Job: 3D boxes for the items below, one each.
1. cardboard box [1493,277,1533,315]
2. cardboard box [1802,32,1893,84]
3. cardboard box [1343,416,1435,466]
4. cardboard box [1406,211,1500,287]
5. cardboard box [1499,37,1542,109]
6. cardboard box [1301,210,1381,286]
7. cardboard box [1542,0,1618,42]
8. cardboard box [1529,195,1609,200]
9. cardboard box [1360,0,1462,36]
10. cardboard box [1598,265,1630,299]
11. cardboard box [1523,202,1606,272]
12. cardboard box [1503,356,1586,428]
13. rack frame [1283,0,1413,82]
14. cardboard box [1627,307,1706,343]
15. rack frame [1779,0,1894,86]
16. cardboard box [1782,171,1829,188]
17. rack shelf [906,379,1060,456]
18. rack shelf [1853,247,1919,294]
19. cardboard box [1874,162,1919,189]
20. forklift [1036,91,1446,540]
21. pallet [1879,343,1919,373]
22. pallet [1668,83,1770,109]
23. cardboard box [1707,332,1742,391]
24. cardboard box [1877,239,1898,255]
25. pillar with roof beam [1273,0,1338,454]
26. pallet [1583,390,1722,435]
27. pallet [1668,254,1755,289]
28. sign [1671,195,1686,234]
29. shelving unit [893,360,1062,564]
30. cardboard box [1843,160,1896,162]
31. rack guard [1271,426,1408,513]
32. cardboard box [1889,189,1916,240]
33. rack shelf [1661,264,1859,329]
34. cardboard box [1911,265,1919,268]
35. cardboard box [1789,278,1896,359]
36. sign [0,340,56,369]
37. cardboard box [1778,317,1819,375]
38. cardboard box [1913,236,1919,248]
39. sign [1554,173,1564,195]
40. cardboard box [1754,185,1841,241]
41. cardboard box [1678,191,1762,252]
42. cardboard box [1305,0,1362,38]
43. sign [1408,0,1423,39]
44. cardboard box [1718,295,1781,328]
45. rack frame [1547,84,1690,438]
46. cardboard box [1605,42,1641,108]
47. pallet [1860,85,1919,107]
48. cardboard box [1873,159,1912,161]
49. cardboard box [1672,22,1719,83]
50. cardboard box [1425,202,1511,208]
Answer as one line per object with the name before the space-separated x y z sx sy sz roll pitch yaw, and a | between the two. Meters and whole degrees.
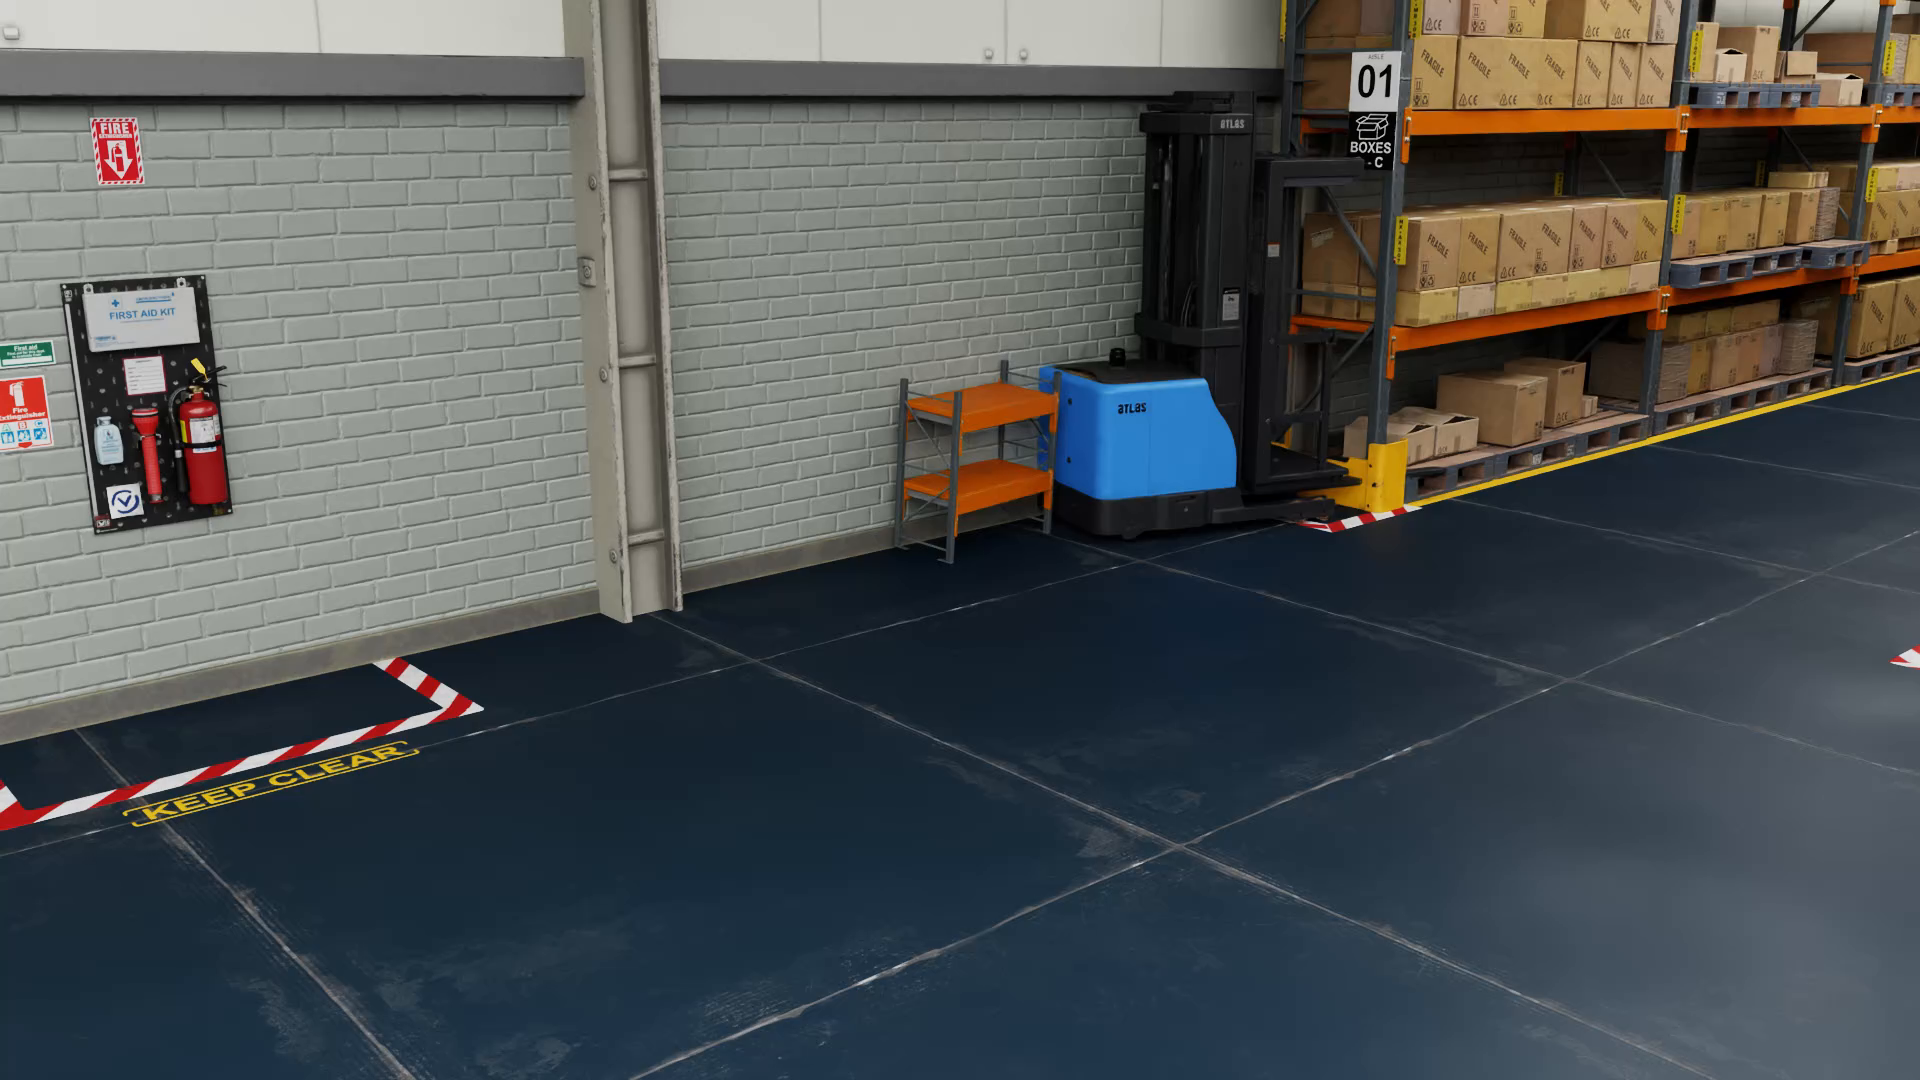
cardboard box | 4.049 -1.901 12.807 0.500 0.250 0.500 -13 20 -40
cardboard box | 9.058 -4.924 17.014 0.700 0.500 0.500 14 21 43
cardboard box | 3.283 -0.780 12.717 0.500 0.311 0.500 13 20 41
cardboard box | 3.639 -2.171 12.363 0.500 0.500 0.500 -13 19 -39
cardboard box | 3.936 -3.455 12.327 0.500 0.500 0.500 -12 19 -37
cardboard box | 2.918 -2.188 12.427 0.500 0.500 0.500 -13 20 -40
cardboard box | 4.726 -4.112 12.849 0.500 0.500 0.500 -14 20 -41
cardboard box | 5.228 -2.705 14.364 0.500 0.500 0.500 -13 20 -41
cardboard box | 3.152 -3.775 11.589 0.500 0.500 0.500 14 21 43
cardboard box | 5.180 -2.160 13.776 0.500 0.250 0.500 -13 19 -39
cardboard box | 4.806 -2.435 13.353 0.500 0.500 0.500 -13 20 -41
cardboard box | 4.963 -1.266 14.169 0.500 0.500 0.500 14 21 43
rack frame | 2.702 -4.666 11.279 0.127 3.000 1.000 -13 19 -39
cardboard box | 6.594 -2.015 15.520 0.500 0.250 0.500 -13 20 -41
rack frame | 8.737 -6.021 16.353 0.127 3.000 1.000 -13 19 -39
cardboard box | 8.496 -3.632 16.733 0.380 0.149 0.250 13 20 40
rack shelf | 0.136 -0.819 10.942 0.538 0.278 1.000 17 22 38
rack shelf | 10.246 -3.114 18.488 4.000 0.370 1.077 -13 19 -39
cardboard box | 10.028 -3.890 17.738 0.500 0.250 0.500 -12 19 -39
forklift | 2.099 -1.649 11.743 3.031 2.935 1.130 -7 16 -23
pallet | 10.301 -2.100 18.702 1.213 0.211 1.003 -13 19 -39
pallet | 6.255 -3.887 14.541 1.003 0.211 1.213 -13 19 -39
cardboard box | 7.032 -1.753 15.993 0.500 0.500 0.700 -12 19 -39
cardboard box | 9.589 -3.091 17.457 0.250 0.149 0.380 -12 19 -38
pillar with roof beam | 5.488 -4.114 9.216 0.400 9.000 9.100 -13 19 -39
pallet | 6.306 -1.230 15.445 1.213 0.211 1.003 -13 19 -39
pallet | 6.391 -2.453 14.994 1.213 0.211 1.003 -13 19 -39
sign | 6.081 -2.759 14.088 0.005 0.325 0.100 -13 19 -39
shelving unit | 0.120 -0.540 11.030 0.538 1.125 1.048 17 22 38
cardboard box | 10.075 -4.073 18.425 0.500 0.250 0.500 -13 20 -41
rack guard | 2.759 -0.572 12.424 0.348 0.500 1.175 -13 19 -39
cardboard box | 9.672 -3.443 17.520 0.500 0.500 0.500 -12 19 -38
rack shelf | 7.228 -2.436 15.951 4.000 0.370 1.077 -13 19 -39
cardboard box | 11.349 -2.829 19.380 0.750 0.750 0.750 -12 19 -39
cardboard box | 9.378 -2.386 17.721 0.750 0.750 0.750 -13 20 -40
sign | -4.229 -0.825 7.431 0.331 0.109 0.001 -13 19 -39
cardboard box | 8.228 -1.995 16.898 0.500 0.500 0.700 -12 19 -39
cardboard box | 10.287 -3.283 18.178 0.250 0.149 0.380 -13 19 -39
sign | 5.352 -3.112 14.843 0.005 0.325 0.100 -13 19 -39
cardboard box | 8.389 -3.302 16.752 0.700 0.500 0.500 13 20 40
cardboard box | 7.028 -2.996 15.608 0.500 0.500 0.700 -10 18 -32
cardboard box | 2.855 -3.881 11.986 0.500 0.500 0.500 -12 19 -37
sign | 3.058 -3.533 11.158 0.005 0.325 0.100 -13 19 -39
cardboard box | 7.757 -2.273 16.486 0.500 0.250 0.500 -12 19 -38
rack frame | 5.719 -2.445 14.590 0.127 3.000 1.000 -13 19 -39
cardboard box | 5.111 -3.735 13.376 0.500 0.500 0.500 14 20 42
pallet | 9.188 -4.600 17.211 1.003 0.211 1.213 -12 19 -37
cardboard box | 10.471 -4.161 18.753 0.500 0.250 0.500 -14 20 -41
cardboard box | 6.184 -4.222 14.424 0.500 0.500 0.500 -9 18 -32
cardboard box | 4.071 -2.445 13.390 0.500 0.500 0.500 -12 19 -39
